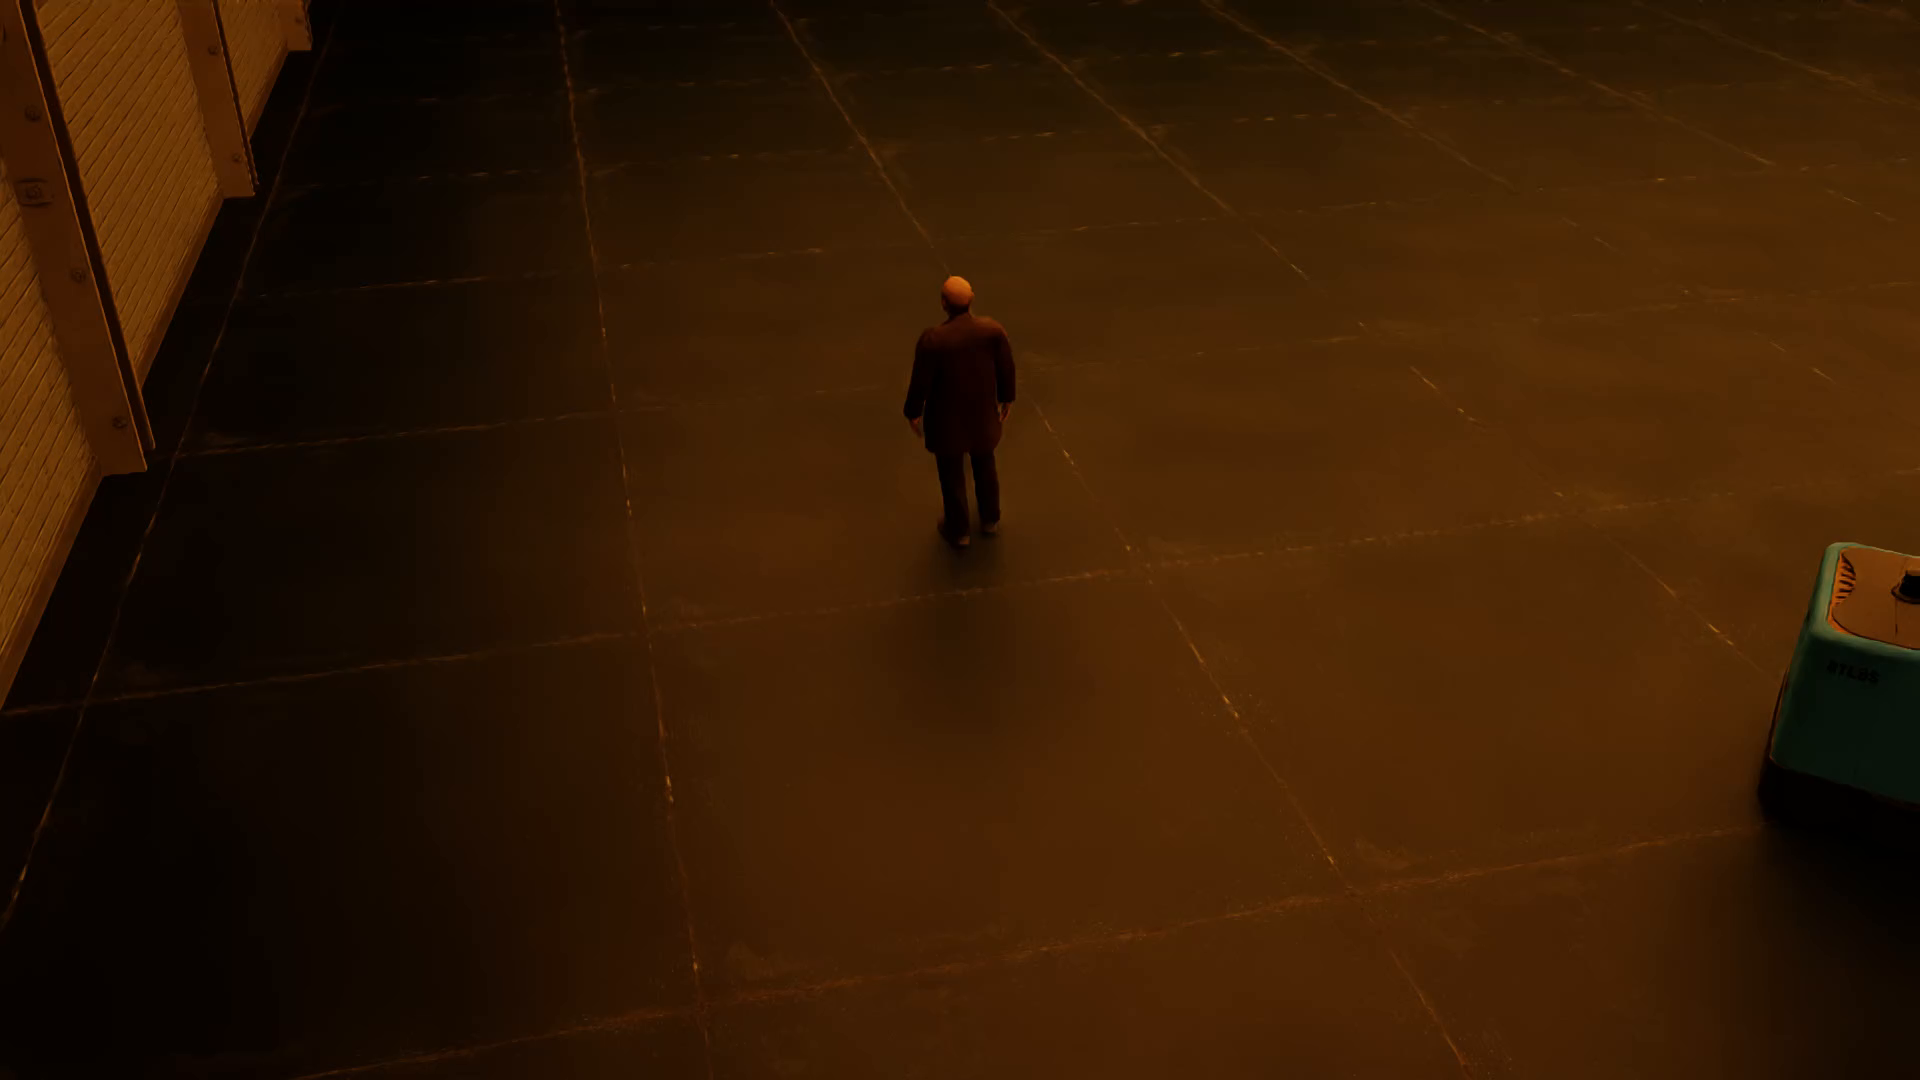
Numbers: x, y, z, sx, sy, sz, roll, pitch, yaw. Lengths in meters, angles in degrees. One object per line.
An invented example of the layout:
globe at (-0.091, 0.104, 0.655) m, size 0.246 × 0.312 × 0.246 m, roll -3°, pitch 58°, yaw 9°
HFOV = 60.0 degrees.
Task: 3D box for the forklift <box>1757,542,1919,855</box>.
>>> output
forklift at (5.465, 0.218, 7.198) m, size 3.031 × 2.935 × 1.130 m, roll 15°, pitch 33°, yaw 25°

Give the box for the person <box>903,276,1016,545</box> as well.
person at (-0.017, -0.821, 10.129) m, size 0.694 × 1.776 × 0.580 m, roll -7°, pitch 31°, yaw -12°
